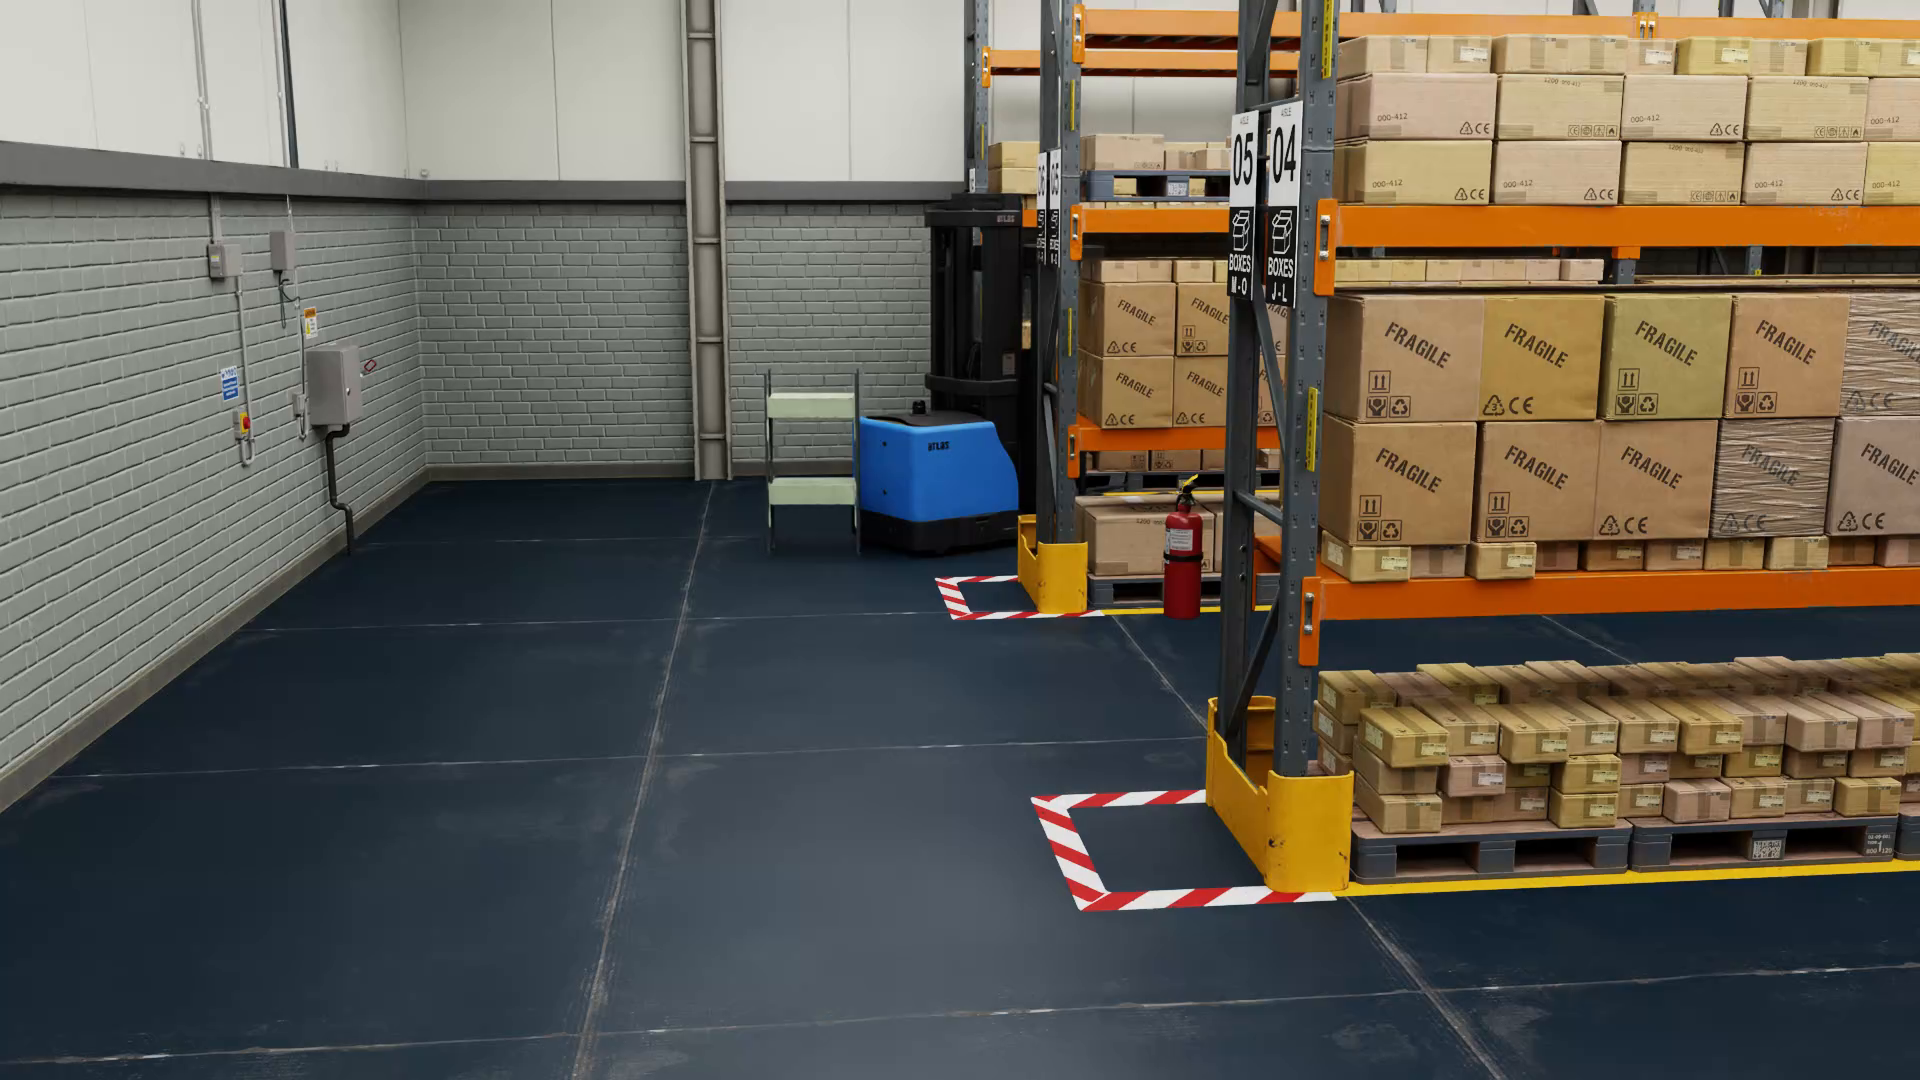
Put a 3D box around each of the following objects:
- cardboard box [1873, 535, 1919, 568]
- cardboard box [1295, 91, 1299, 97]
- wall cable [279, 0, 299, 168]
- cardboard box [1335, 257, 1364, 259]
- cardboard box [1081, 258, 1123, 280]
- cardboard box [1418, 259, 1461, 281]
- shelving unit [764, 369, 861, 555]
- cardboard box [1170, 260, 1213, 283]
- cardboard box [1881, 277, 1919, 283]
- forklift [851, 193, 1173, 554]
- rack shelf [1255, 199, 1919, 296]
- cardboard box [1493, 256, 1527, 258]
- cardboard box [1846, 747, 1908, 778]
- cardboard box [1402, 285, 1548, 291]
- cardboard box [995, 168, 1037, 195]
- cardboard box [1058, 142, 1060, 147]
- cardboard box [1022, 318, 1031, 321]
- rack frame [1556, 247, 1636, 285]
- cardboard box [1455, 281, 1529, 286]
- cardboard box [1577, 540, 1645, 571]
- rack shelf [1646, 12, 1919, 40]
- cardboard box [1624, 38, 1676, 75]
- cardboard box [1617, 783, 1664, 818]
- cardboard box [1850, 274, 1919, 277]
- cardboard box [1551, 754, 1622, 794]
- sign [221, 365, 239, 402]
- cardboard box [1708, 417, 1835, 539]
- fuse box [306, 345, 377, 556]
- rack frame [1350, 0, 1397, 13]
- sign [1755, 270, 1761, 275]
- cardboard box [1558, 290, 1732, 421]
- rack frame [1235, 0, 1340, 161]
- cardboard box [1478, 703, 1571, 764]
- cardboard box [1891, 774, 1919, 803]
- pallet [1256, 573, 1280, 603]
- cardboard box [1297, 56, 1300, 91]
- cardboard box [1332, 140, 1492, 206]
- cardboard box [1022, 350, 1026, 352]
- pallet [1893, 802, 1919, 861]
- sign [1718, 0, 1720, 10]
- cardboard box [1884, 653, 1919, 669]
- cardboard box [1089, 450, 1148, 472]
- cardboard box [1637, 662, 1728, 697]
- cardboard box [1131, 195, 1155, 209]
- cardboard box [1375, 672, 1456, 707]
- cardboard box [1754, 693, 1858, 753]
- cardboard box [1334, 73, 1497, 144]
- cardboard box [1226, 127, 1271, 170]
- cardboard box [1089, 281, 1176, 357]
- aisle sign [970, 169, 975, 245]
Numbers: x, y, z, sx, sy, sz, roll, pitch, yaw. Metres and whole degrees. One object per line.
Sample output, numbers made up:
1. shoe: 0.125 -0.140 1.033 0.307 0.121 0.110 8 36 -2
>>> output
1. cardboard box: 4.005 0.006 7.213 0.250 0.149 0.380 -2 11 -9
2. cardboard box: 1.760 -1.819 7.162 0.500 0.250 0.500 -2 11 -8
3. wall cable: -5.272 -4.533 14.002 0.133 3.039 2.988 -1 11 -6
4. cardboard box: 2.813 -2.021 12.338 0.250 0.149 0.380 -1 11 -6
5. cardboard box: 1.030 -1.968 12.071 0.250 0.149 0.380 -1 11 -5
6. cardboard box: 3.382 -1.929 11.873 0.250 0.149 0.380 -1 11 -7
7. shelving unit: -1.213 -0.648 13.777 0.755 1.500 0.431 0 11 -1
8. cardboard box: 1.601 -1.879 11.618 0.250 0.149 0.380 -1 11 -4
9. cardboard box: 7.159 -1.688 12.329 0.500 0.500 0.500 -1 11 -6
10. forklift: 0.557 -1.525 14.525 3.031 2.935 1.130 -8 14 -36
11. rack shelf: 3.318 -1.278 7.180 4.000 0.370 1.077 -1 11 -6
12. cardboard box: 4.076 -2.040 12.438 0.250 0.149 0.380 -1 11 -5
13. cardboard box: 3.984 0.926 7.411 0.250 0.149 0.380 -1 11 -5
14. cardboard box: 2.262 -0.871 7.398 0.500 0.500 0.500 -2 11 -8
15. cardboard box: 0.626 -3.517 16.325 0.500 0.250 0.500 -1 11 -7
16. cardboard box: 1.131 -3.774 16.334 0.500 0.250 0.500 -1 11 -6
17. cardboard box: 0.584 -2.149 17.141 0.500 0.250 0.500 -1 11 -4
18. rack frame: 4.671 -1.148 12.430 0.127 3.000 1.000 -1 11 -6
19. cardboard box: 3.727 -1.616 11.959 0.500 0.500 0.500 -1 11 -7
20. cardboard box: 2.724 0.021 7.137 0.250 0.149 0.380 -1 11 -7
21. rack shelf: 6.660 -3.584 12.171 4.000 0.370 1.077 -1 11 -6
22. cardboard box: 2.696 -1.944 6.761 0.250 0.149 0.380 -1 11 -4
23. cardboard box: 2.892 1.091 7.347 0.250 0.149 0.380 -1 11 -6
24. cardboard box: 7.123 -1.787 12.832 0.500 0.500 0.500 -1 11 -4
25. cardboard box: 2.657 0.966 7.207 0.250 0.149 0.380 -1 11 -4
26. sign: -4.964 -1.065 11.306 0.001 0.218 0.327 -1 11 -6
27. cardboard box: 3.330 -0.304 7.109 0.500 0.500 0.500 -1 11 -8
28. fuse box: -4.990 -0.716 13.575 0.414 1.711 0.539 -1 11 -6
29. rack frame: 4.132 -5.043 16.693 0.127 3.000 1.000 -1 11 -6
30. sign: 8.176 -2.608 17.063 0.005 0.325 0.100 -1 11 -6
31. cardboard box: 2.825 -0.780 6.935 0.500 0.500 0.500 -1 11 -7
32. rack frame: 1.330 -3.061 6.610 0.127 3.000 1.000 -1 11 -6
33. cardboard box: 2.413 0.828 7.138 0.250 0.149 0.380 -1 11 -6
34. cardboard box: 4.155 1.055 7.526 0.250 0.149 0.380 -1 11 -7
35. pallet: 2.691 0.247 12.562 1.213 0.211 1.003 -1 11 -6
36. cardboard box: 1.629 -2.020 7.149 0.250 0.149 0.380 -1 11 -7
37. cardboard box: 1.804 -1.476 6.712 0.500 0.250 0.500 -1 11 -4
38. cardboard box: 0.511 -1.847 16.639 0.250 0.149 0.380 -1 11 -7
39. pallet: 4.643 1.188 7.775 1.213 0.211 1.003 -1 11 -6
40. sign: 8.045 -5.769 17.552 0.005 0.325 0.100 -1 11 -6
41. cardboard box: 4.661 0.662 7.983 0.250 0.149 0.380 -1 11 -3
42. cardboard box: 1.627 -1.001 17.073 0.500 0.500 0.700 -1 11 -4
43. cardboard box: 3.385 0.695 7.814 0.250 0.149 0.380 -1 11 -6
44. cardboard box: 1.769 -3.349 16.501 0.250 0.149 0.380 -1 11 -7
45. cardboard box: 2.085 0.730 7.639 0.250 0.149 0.380 -1 11 -5
46. cardboard box: 3.692 0.799 7.288 0.250 0.149 0.380 -2 11 -8
47. cardboard box: 1.804 -1.720 6.659 0.500 0.250 0.500 -1 11 -5
48. cardboard box: 2.188 -2.769 11.785 0.500 0.311 0.500 -1 11 -5
49. cardboard box: 1.203 -1.559 11.673 0.500 0.500 0.500 -1 11 -7
50. aisle sign: 0.119 -3.234 16.303 0.004 0.787 0.394 -1 11 -6
